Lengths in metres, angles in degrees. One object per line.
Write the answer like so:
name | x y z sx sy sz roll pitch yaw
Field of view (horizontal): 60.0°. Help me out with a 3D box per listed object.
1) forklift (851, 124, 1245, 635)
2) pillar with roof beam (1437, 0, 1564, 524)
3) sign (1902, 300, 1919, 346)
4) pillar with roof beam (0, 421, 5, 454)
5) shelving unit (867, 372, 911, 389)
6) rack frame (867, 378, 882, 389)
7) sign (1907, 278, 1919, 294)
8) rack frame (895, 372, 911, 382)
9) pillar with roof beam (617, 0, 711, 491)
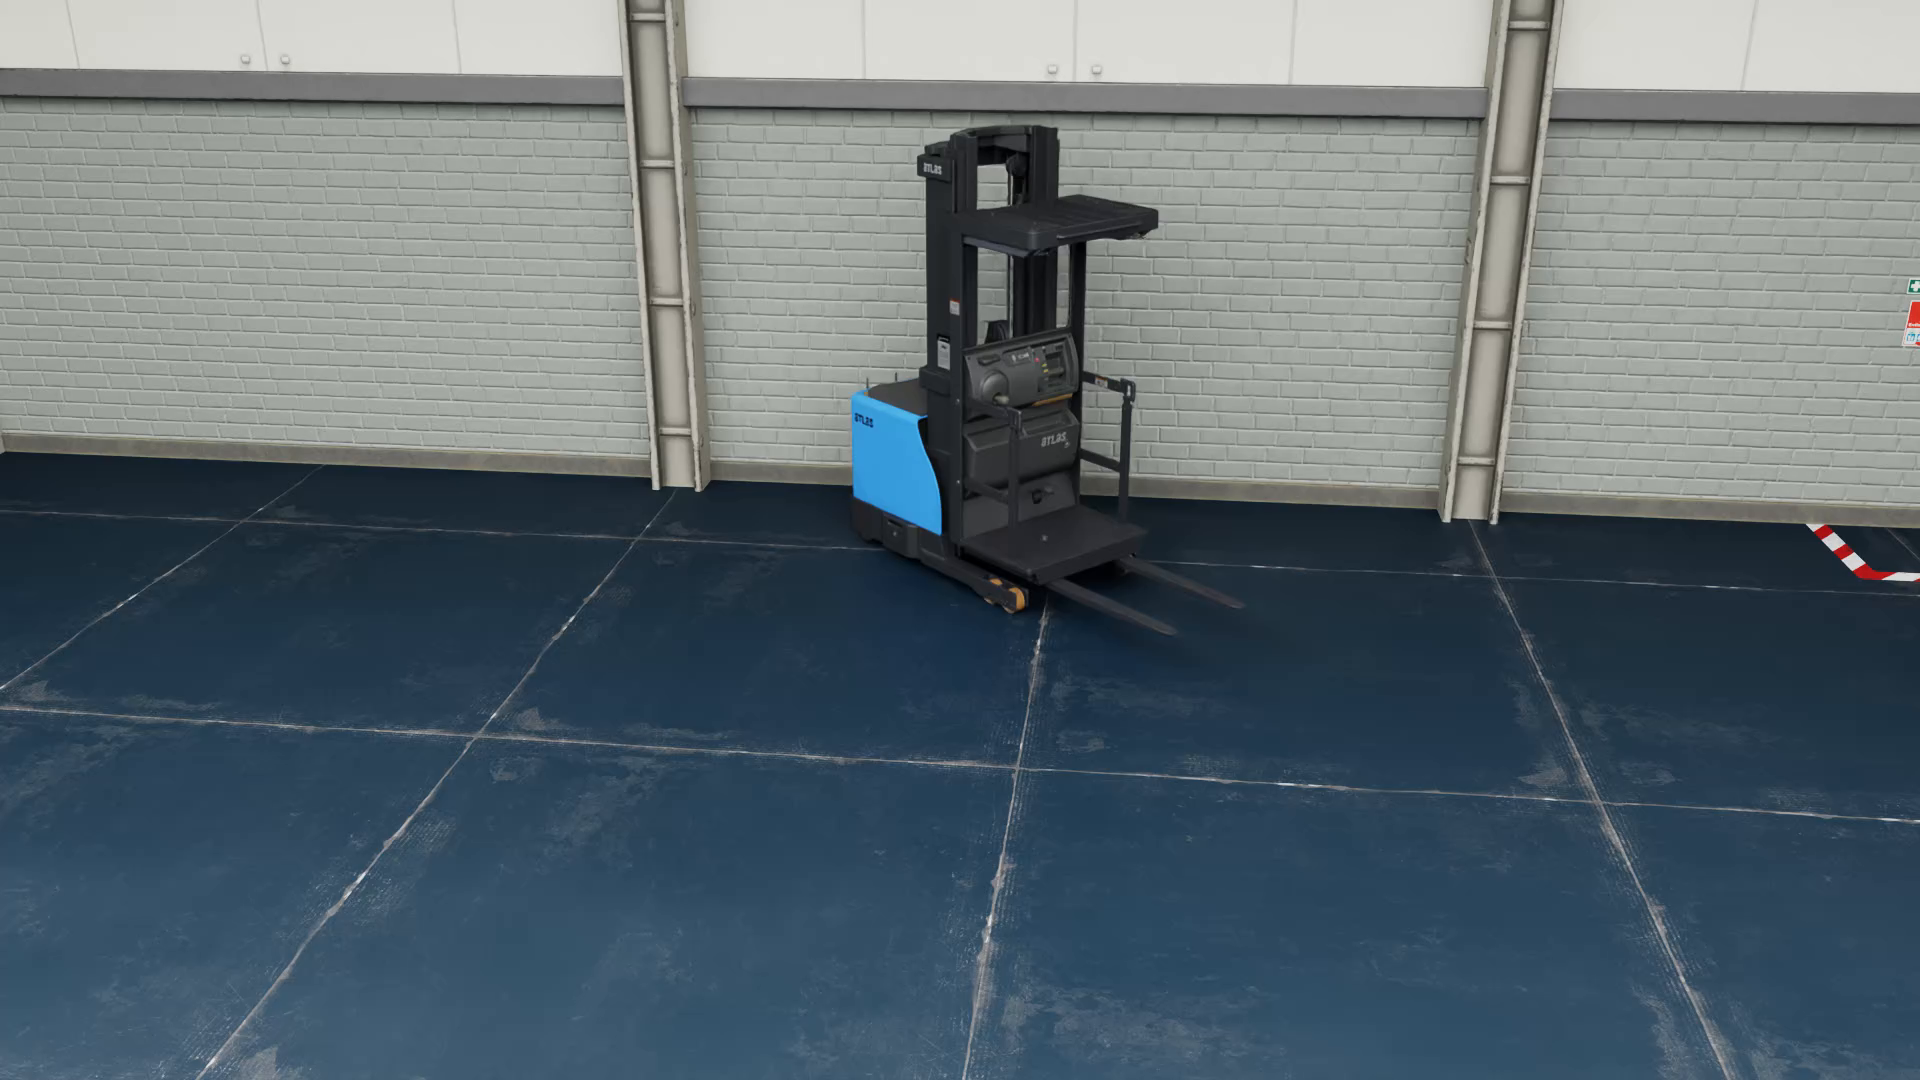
forklift | 0.548 -1.098 10.730 1.130 2.935 3.031 -17 27 -36
pillar with roof beam | 3.272 -2.794 6.768 0.400 9.000 9.100 2 22 6
sign | 6.750 -1.516 11.645 0.234 0.329 0.001 2 22 6
pillar with roof beam | -8.645 -3.314 8.082 0.400 9.000 9.100 2 22 6
shelving unit | -0.516 -0.686 12.247 0.252 1.050 0.215 -14 26 -32
rack frame | -0.617 -0.660 12.182 0.008 1.050 0.200 -14 26 -32
sign | 6.754 -1.759 11.539 0.331 0.109 0.001 2 22 6
rack frame | -0.416 -0.712 12.311 0.008 1.050 0.200 -14 26 -32
pillar with roof beam | -2.687 -3.054 7.425 0.400 9.000 9.100 2 22 6
